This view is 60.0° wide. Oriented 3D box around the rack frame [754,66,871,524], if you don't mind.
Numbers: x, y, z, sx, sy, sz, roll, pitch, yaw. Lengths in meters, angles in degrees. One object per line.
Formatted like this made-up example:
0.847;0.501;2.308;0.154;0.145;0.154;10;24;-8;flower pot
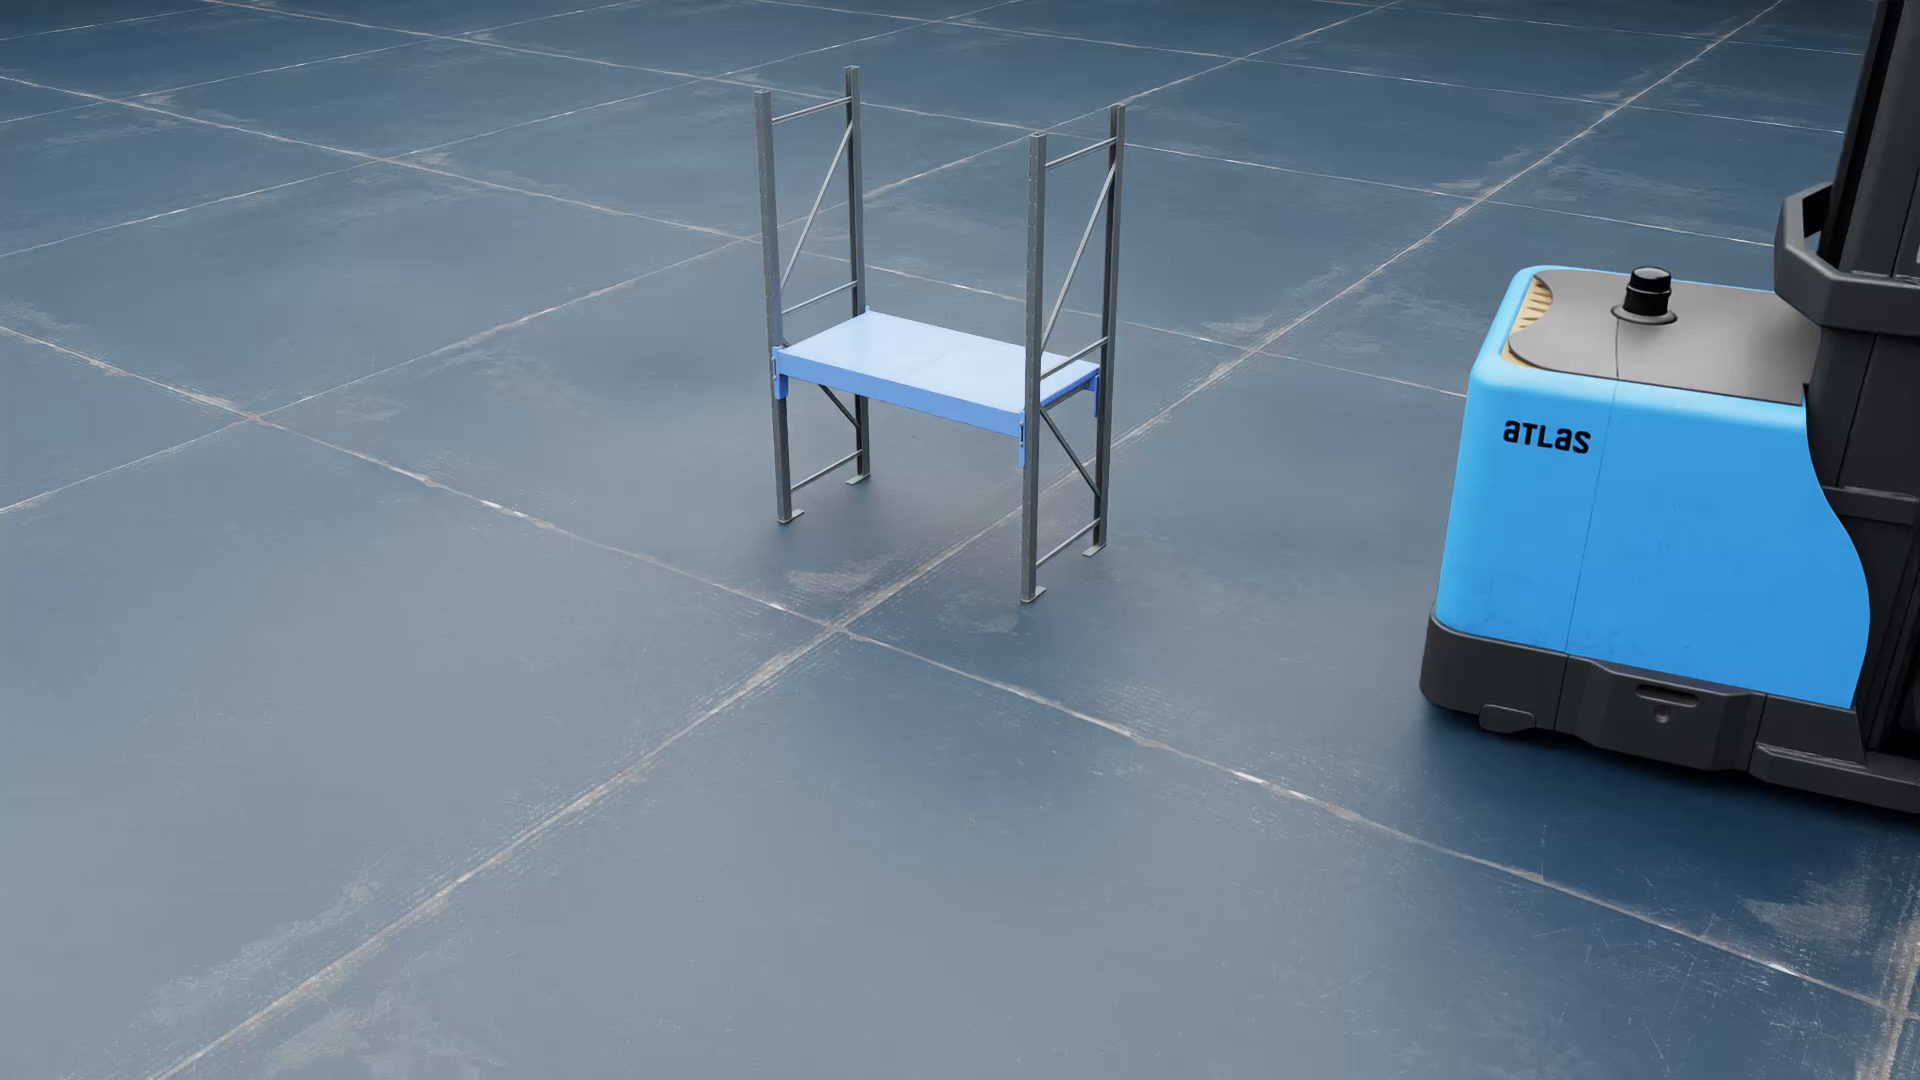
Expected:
-0.489;-0.821;5.709;0.032;1.500;0.500;17;32;30;rack frame

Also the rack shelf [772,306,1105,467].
-0.070;-0.530;5.534;1.000;0.185;0.538;17;32;30;rack shelf

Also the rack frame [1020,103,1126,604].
0.349;-0.560;5.196;0.032;1.500;0.500;17;32;30;rack frame

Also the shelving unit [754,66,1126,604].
-0.070;-0.690;5.453;1.048;1.500;0.538;17;32;30;shelving unit

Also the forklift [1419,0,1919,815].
2.878;-0.729;3.950;3.031;2.935;1.130;11;29;21;forklift
